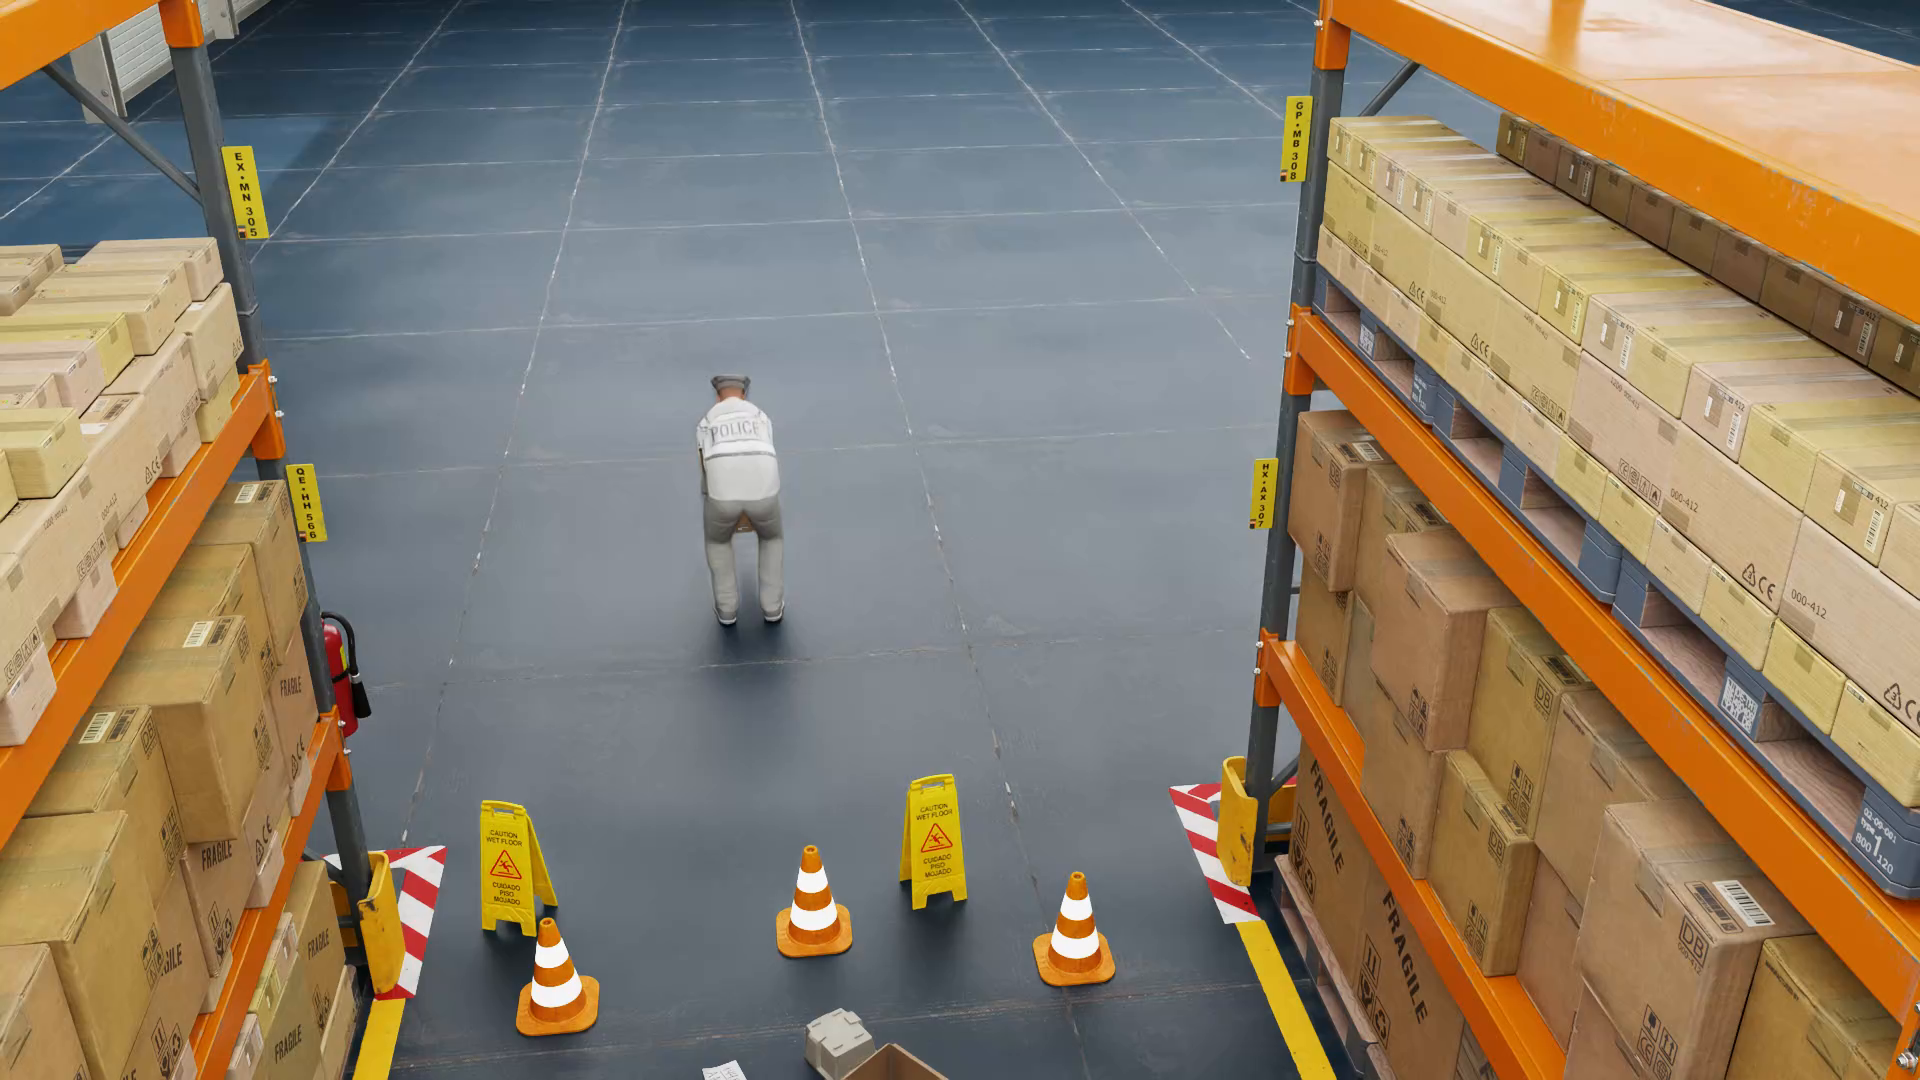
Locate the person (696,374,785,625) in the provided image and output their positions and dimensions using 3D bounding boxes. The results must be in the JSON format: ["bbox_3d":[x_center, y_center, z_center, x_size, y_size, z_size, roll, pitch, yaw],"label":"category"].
[{"bbox_3d":[-1.322,-0.258,10.051,0.480,1.351,0.993,-4,27,-8],"label":"person"}]
